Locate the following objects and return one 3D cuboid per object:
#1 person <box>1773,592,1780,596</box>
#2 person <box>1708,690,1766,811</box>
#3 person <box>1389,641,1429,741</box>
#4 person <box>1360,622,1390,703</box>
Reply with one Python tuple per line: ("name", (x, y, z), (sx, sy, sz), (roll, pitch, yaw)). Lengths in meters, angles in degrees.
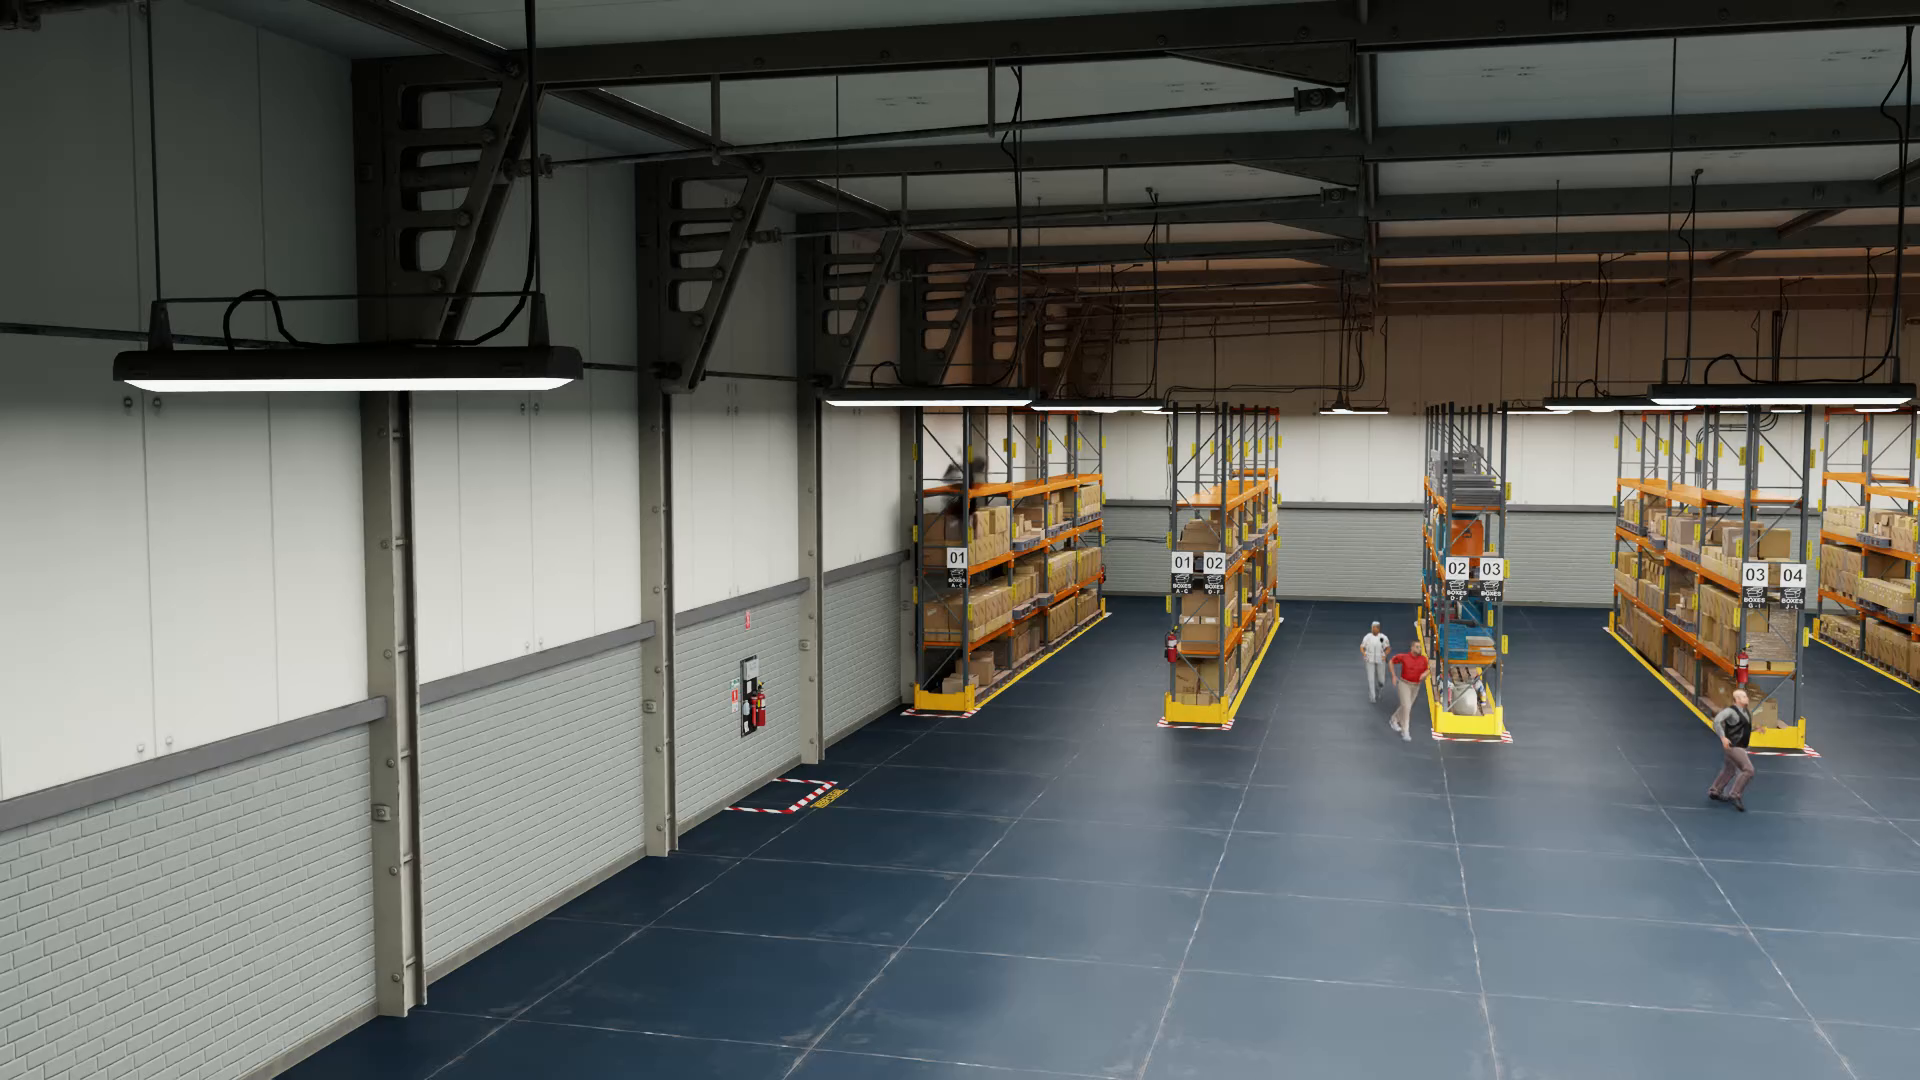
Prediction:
("person", (21.786, 1.626, 43.868), (0.576, 1.734, 0.744), (-2, 5, -28))
("person", (11.398, 3.067, 24.406), (0.756, 1.758, 0.652), (4, 6, 40))
("person", (8.088, 2.671, 29.883), (0.678, 1.735, 0.918), (-1, 4, -17))
("person", (8.344, 2.451, 33.447), (0.605, 1.602, 0.578), (1, 4, 14))
